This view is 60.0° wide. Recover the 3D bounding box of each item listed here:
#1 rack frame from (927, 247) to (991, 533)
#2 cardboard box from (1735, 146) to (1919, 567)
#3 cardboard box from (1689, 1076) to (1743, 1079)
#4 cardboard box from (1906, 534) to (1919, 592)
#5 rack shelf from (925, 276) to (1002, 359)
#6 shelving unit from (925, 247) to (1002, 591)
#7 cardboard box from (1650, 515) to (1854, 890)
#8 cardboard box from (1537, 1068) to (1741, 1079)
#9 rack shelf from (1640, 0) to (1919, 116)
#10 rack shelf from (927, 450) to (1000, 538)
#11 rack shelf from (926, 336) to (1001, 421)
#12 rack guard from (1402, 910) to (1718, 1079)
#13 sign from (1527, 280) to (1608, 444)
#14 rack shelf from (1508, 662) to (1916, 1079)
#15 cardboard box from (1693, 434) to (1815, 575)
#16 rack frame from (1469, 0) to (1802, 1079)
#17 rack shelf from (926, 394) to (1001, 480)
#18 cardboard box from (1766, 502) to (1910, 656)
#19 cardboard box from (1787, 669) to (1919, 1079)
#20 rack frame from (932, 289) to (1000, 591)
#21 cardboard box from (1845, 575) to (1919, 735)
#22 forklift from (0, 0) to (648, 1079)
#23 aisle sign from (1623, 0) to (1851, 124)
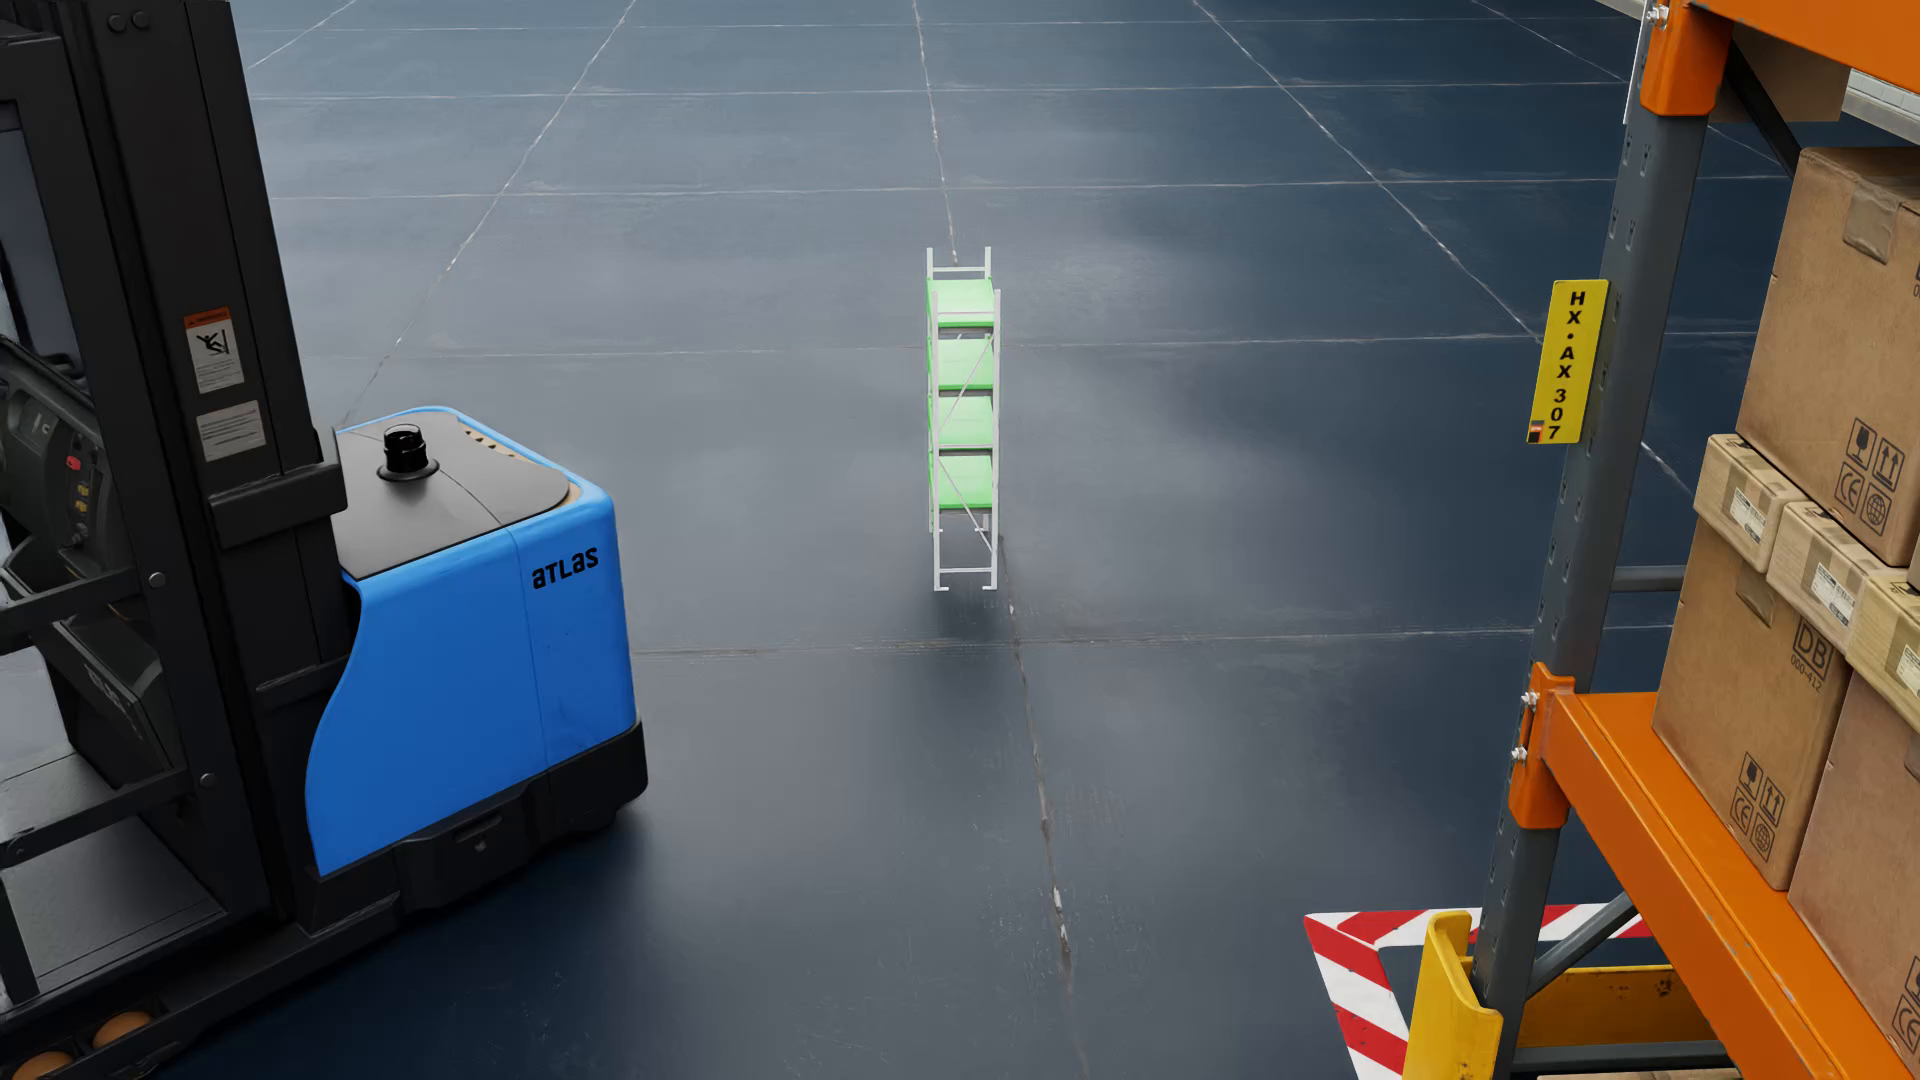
[{"bbox_3d":[-0.004,-0.568,6.542,0.240,1.200,0.015,-1,28,-3],"label":"rack frame"},{"bbox_3d":[1.707,-0.302,2.574,0.700,0.500,0.500,-1,28,-2],"label":"cardboard box"},{"bbox_3d":[1.526,1.262,2.795,0.500,0.500,0.500,-1,28,-3],"label":"cardboard box"},{"bbox_3d":[1.740,-0.059,2.109,0.700,0.500,0.500,-2,28,-4],"label":"cardboard box"},{"bbox_3d":[0.009,-0.824,6.134,0.258,0.148,0.480,-1,28,-3],"label":"rack shelf"},{"bbox_3d":[0.009,-0.456,6.326,0.258,1.200,0.503,-1,28,-3],"label":"shelving unit"},{"bbox_3d":[1.704,0.249,2.921,0.700,0.500,0.500,-1,28,-3],"label":"cardboard box"},{"bbox_3d":[1.498,1.363,3.411,0.500,0.250,0.500,-1,28,-3],"label":"cardboard box"},{"bbox_3d":[1.797,-0.010,1.060,1.077,0.370,4.000,-1,28,-3],"label":"rack shelf"},{"bbox_3d":[0.009,-0.186,6.467,0.258,0.148,0.480,-1,28,-3],"label":"rack shelf"},{"bbox_3d":[0.009,-0.612,6.245,0.258,0.148,0.480,-1,28,-3],"label":"rack shelf"},{"bbox_3d":[1.691,1.175,3.957,1.175,0.500,0.348,-1,28,-3],"label":"rack guard"},{"bbox_3d":[1.138,-0.331,3.119,0.100,0.325,0.005,-1,28,-3],"label":"sign"},{"bbox_3d":[1.797,1.320,1.753,1.077,0.370,4.000,-1,28,-3],"label":"rack shelf"},{"bbox_3d":[1.498,-0.068,2.827,0.380,0.149,0.250,-2,28,-3],"label":"cardboard box"},{"bbox_3d":[1.696,0.077,3.358,0.949,2.616,0.053,-1,28,-3],"label":"rack frame"},{"bbox_3d":[0.009,-0.399,6.356,0.258,0.148,0.480,-1,28,-3],"label":"rack shelf"},{"bbox_3d":[1.514,0.054,2.594,0.380,0.149,0.250,-2,28,-4],"label":"cardboard box"},{"bbox_3d":[1.736,0.491,2.456,0.700,0.500,0.500,-1,28,-1],"label":"cardboard box"},{"bbox_3d":[0.021,-0.343,6.110,0.240,1.200,0.015,-1,28,-3],"label":"rack frame"},{"bbox_3d":[1.526,0.169,2.373,0.380,0.149,0.250,-1,28,-2],"label":"cardboard box"},{"bbox_3d":[-2.363,-0.155,3.877,1.130,2.935,3.031,25,36,39],"label":"forklift"},{"bbox_3d":[1.383,-1.098,2.801,0.394,0.787,0.004,-1,28,-3],"label":"aisle sign"}]
